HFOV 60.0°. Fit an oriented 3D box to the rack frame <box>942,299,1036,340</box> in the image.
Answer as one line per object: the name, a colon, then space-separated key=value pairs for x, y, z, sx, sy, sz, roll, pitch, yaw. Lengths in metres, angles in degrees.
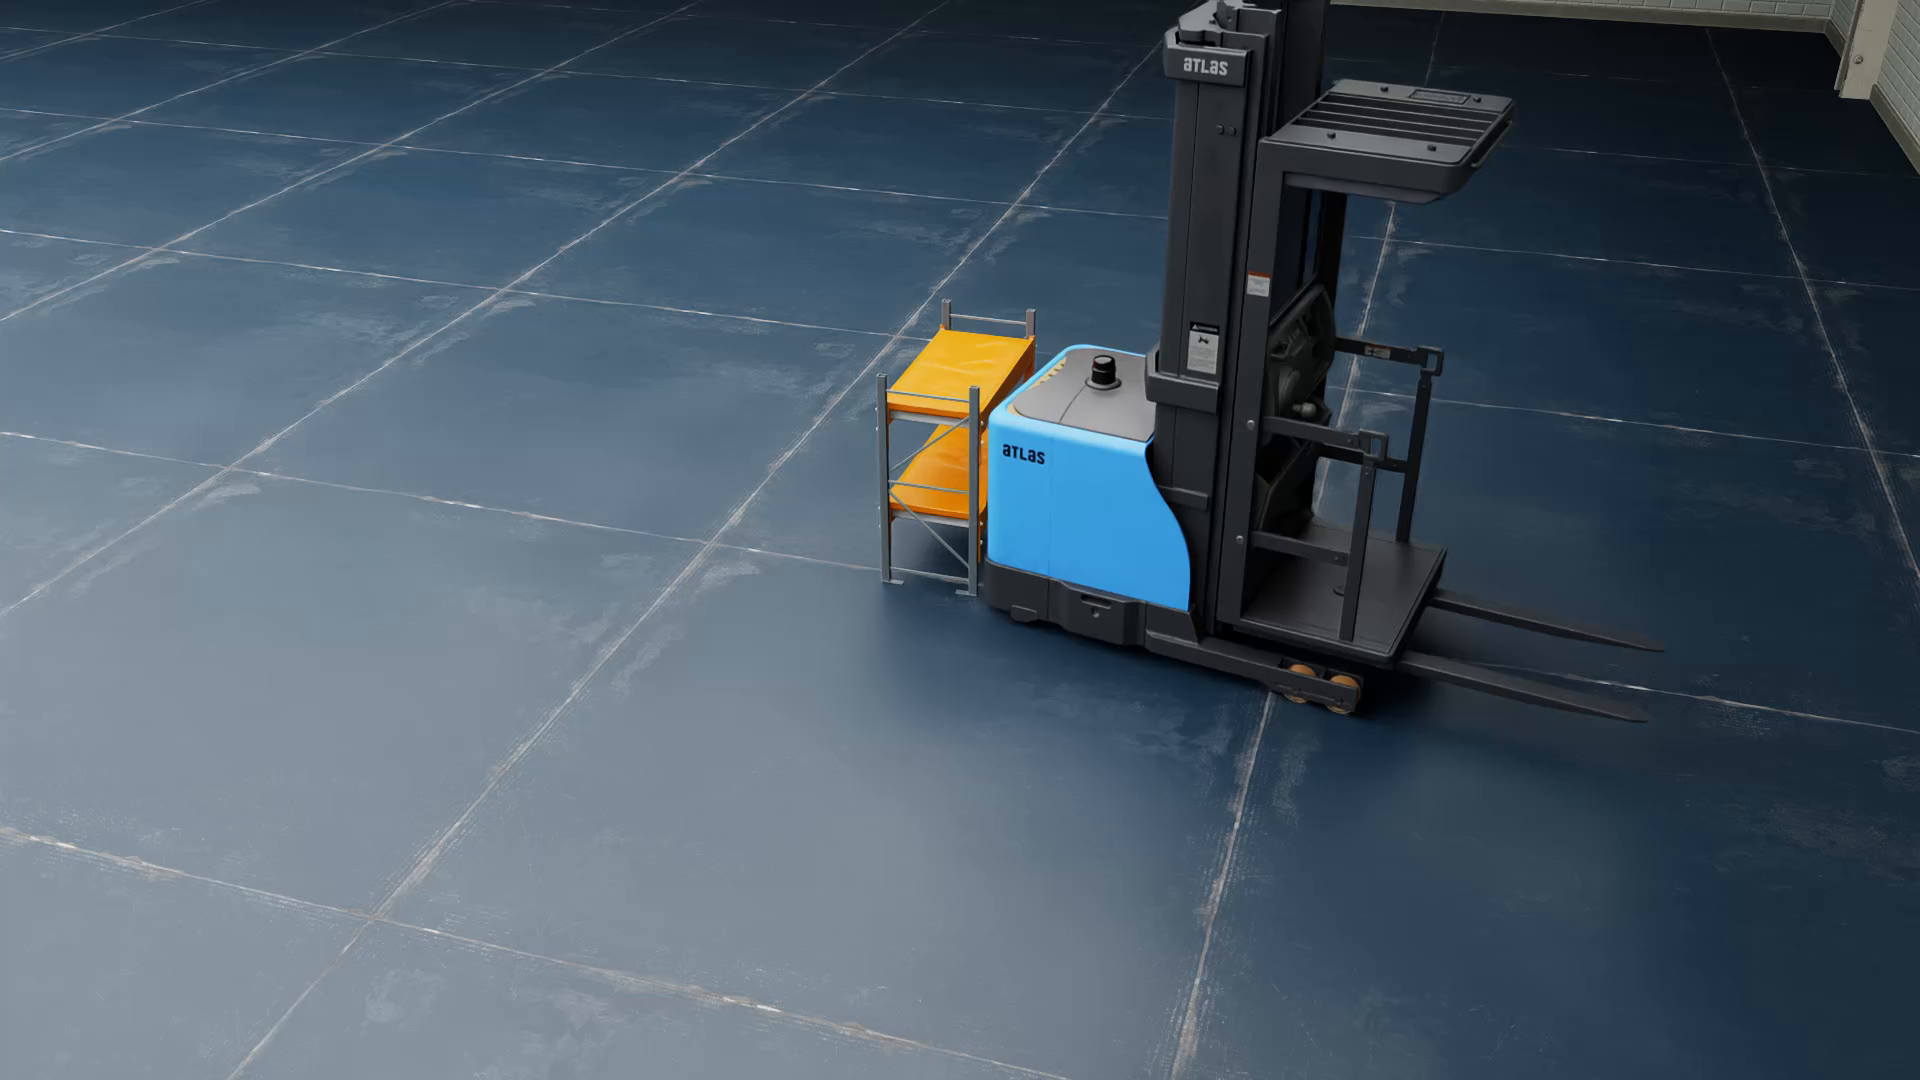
rack frame: x=0.147 y=-0.725 z=8.896 sx=0.500 sy=1.125 sz=0.032 roll=8 pitch=30 yaw=15

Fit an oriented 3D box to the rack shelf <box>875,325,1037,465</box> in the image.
rack shelf: x=-0.002 y=-0.744 z=8.329 sx=0.538 sy=0.278 sz=1.000 roll=8 pitch=30 yaw=15

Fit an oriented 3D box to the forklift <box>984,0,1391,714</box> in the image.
forklift: x=1.667 y=-0.807 z=7.185 sx=3.031 sy=2.935 sz=1.130 roll=14 pitch=32 yaw=23

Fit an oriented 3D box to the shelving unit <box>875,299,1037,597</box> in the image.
shelving unit: x=-0.002 y=-0.488 z=8.471 sx=0.538 sy=1.125 sz=1.048 roll=8 pitch=30 yaw=15

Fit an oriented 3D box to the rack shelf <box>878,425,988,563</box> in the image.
rack shelf: x=-0.002 y=-0.275 z=8.590 sx=0.538 sy=0.278 sz=1.000 roll=8 pitch=30 yaw=15

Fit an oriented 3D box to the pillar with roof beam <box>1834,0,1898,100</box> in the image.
pillar with roof beam: x=4.963 y=-9.081 z=15.818 sx=9.100 sy=9.000 sz=0.400 roll=8 pitch=30 yaw=15

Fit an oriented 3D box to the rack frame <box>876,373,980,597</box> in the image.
rack frame: x=-0.151 y=-0.252 z=8.046 sx=0.500 sy=1.125 sz=0.032 roll=8 pitch=30 yaw=15
